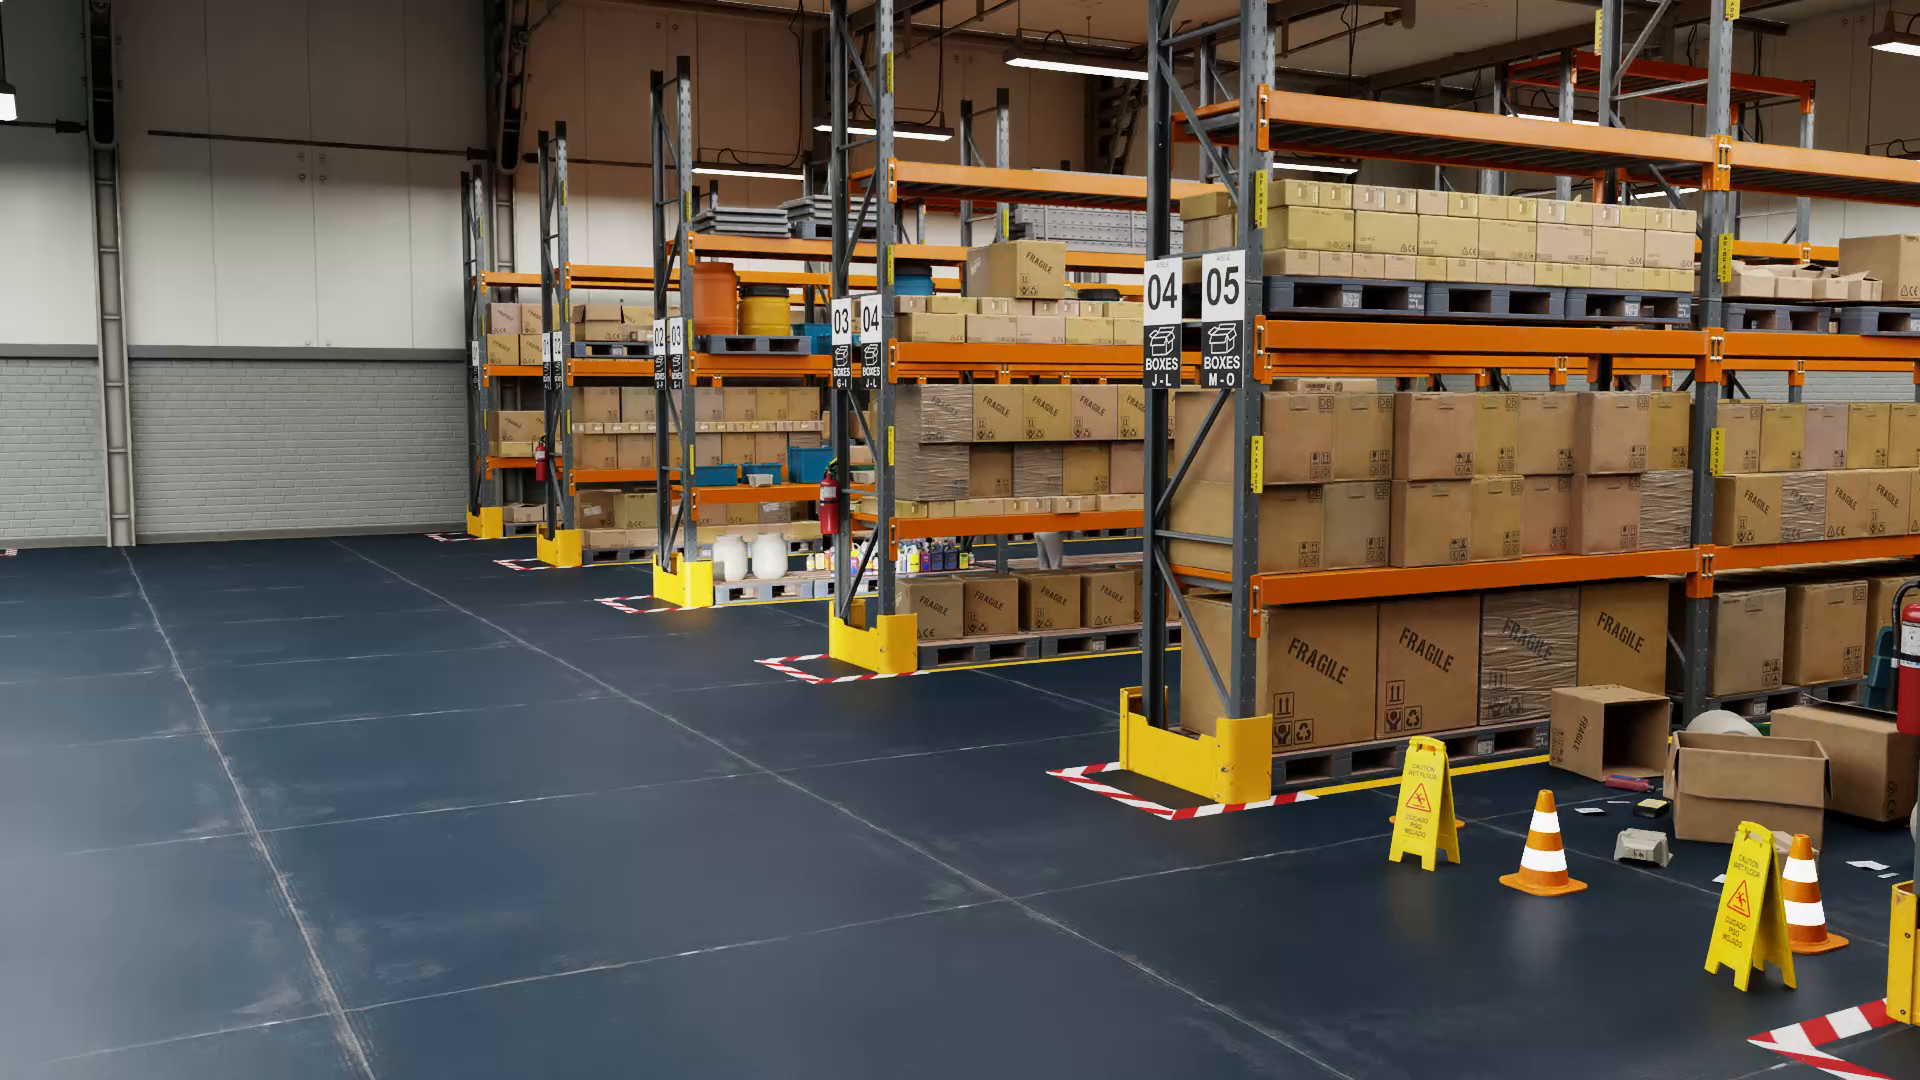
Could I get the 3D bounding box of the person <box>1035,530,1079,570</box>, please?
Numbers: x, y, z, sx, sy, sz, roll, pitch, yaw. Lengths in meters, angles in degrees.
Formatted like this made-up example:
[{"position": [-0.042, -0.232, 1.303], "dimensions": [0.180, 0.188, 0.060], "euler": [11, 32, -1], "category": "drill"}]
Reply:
[{"position": [1.026, -0.077, 18.159], "dimensions": [0.552, 1.697, 0.468], "euler": [-2, 5, -21], "category": "person"}]
